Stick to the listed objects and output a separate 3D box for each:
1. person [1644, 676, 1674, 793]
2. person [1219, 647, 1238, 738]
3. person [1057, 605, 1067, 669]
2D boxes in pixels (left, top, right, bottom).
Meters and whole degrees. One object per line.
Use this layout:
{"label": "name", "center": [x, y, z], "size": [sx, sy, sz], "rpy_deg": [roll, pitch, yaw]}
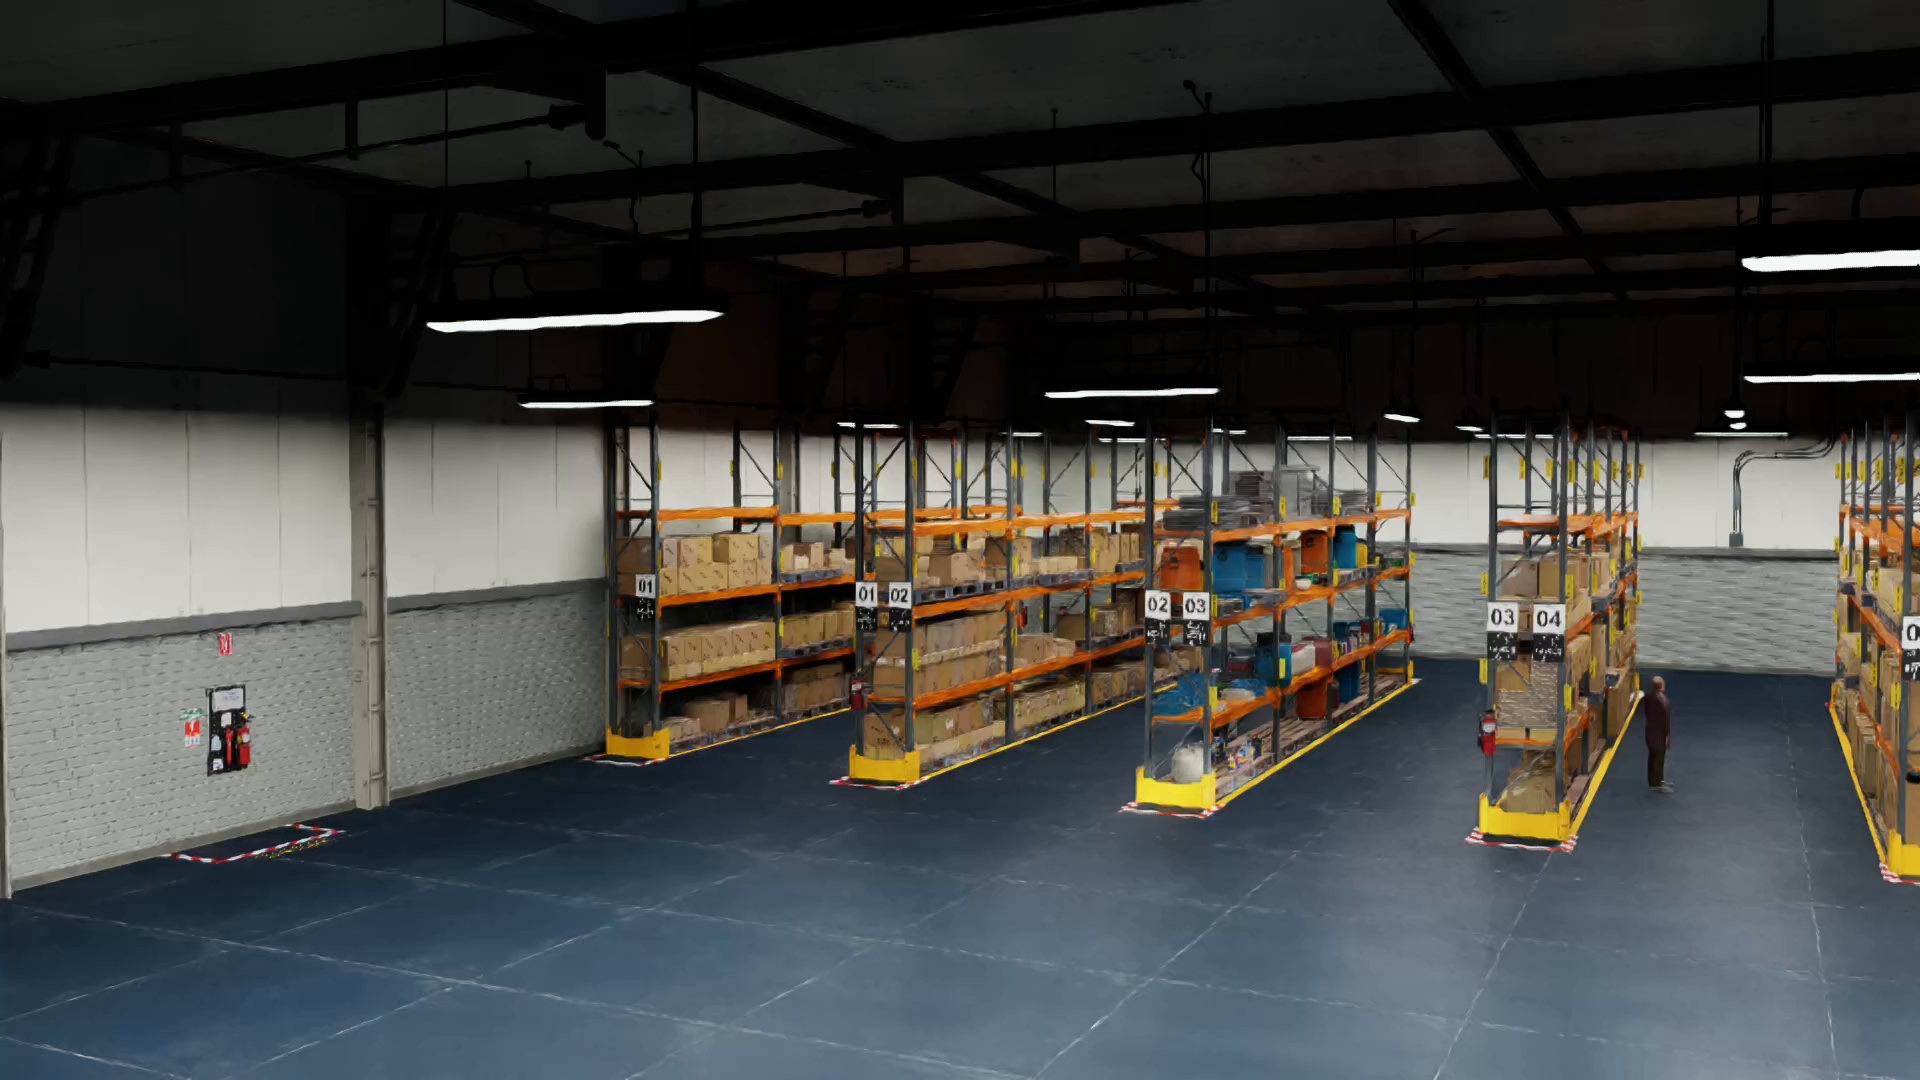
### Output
{"label": "person", "center": [10.925, 3.005, 25.916], "size": [0.504, 1.784, 0.640], "rpy_deg": [0, 2, -4]}
{"label": "person", "center": [5.049, 2.843, 31.157], "size": [0.515, 1.668, 0.564], "rpy_deg": [2, 3, 44]}
{"label": "person", "center": [2.638, 2.427, 41.833], "size": [0.447, 1.589, 1.096], "rpy_deg": [1, 3, 24]}
